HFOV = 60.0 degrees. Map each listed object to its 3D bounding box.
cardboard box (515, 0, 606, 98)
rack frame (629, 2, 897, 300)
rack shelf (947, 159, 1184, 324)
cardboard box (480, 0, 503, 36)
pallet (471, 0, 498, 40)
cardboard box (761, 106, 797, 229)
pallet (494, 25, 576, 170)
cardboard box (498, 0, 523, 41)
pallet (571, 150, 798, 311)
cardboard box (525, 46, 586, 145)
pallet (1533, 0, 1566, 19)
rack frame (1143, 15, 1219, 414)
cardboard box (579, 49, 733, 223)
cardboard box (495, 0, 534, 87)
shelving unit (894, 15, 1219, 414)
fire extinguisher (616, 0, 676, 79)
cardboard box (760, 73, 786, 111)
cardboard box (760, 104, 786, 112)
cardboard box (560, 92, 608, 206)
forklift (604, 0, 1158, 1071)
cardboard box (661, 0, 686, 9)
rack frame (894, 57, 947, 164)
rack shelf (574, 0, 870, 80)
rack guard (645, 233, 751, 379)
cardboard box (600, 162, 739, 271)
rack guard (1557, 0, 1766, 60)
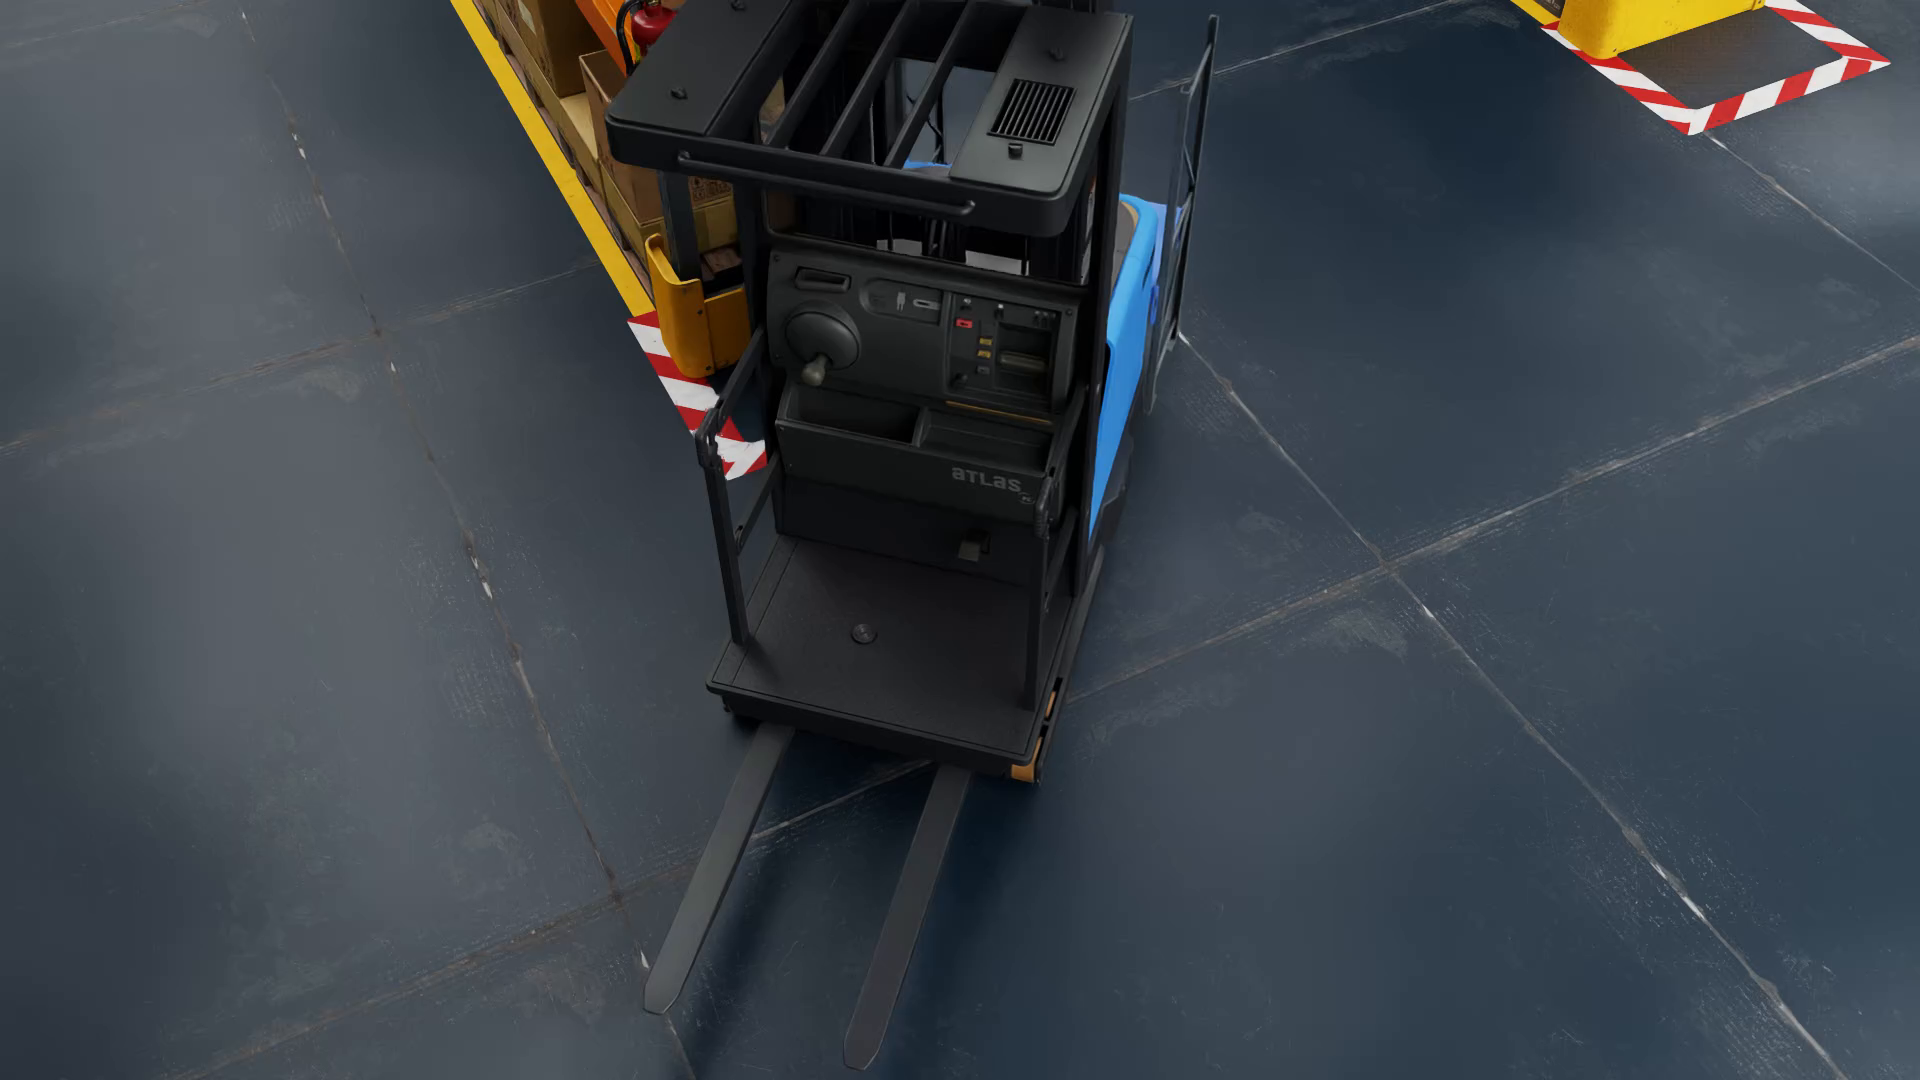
[{"bbox_3d":[-1.669,-2.366,7.376,0.500,0.500,0.500,-21,52,-18],"label":"cardboard box"},{"bbox_3d":[-0.689,-1.965,5.976,1.000,3.000,0.127,-21,52,-18],"label":"rack frame"},{"bbox_3d":[0.342,-1.180,6.524,1.000,0.185,0.538,13,50,12],"label":"rack shelf"},{"bbox_3d":[-2.128,-2.788,8.243,0.500,0.250,0.500,-21,52,-18],"label":"cardboard box"},{"bbox_3d":[-2.192,-3.178,8.889,1.003,0.211,1.213,-21,52,-18],"label":"pallet"},{"bbox_3d":[-0.736,-1.634,7.234,0.500,0.250,0.500,-21,52,-18],"label":"cardboard box"},{"bbox_3d":[-1.630,-2.360,8.174,1.003,0.211,1.213,-21,52,-18],"label":"pallet"},{"bbox_3d":[-1.897,-2.701,7.669,0.500,0.500,0.500,-21,52,-18],"label":"cardboard box"},{"bbox_3d":[-1.076,-1.545,7.461,1.003,0.211,1.213,-21,52,-18],"label":"pallet"},{"bbox_3d":[-1.667,-2.120,7.659,0.500,0.250,0.500,-21,52,-18],"label":"cardboard box"},{"bbox_3d":[3.274,-3.331,9.023,1.003,0.211,1.213,-21,52,-18],"label":"pallet"},{"bbox_3d":[0.827,-1.182,6.287,0.032,1.500,0.500,13,50,12],"label":"rack frame"},{"bbox_3d":[-1.199,-1.701,6.795,0.500,0.500,0.500,-21,52,-18],"label":"cardboard box"},{"bbox_3d":[-1.894,-2.455,7.952,0.500,0.250,0.500,-21,52,-18],"label":"cardboard box"},{"bbox_3d":[0.342,-1.298,6.389,1.048,1.500,0.538,13,50,12],"label":"shelving unit"},{"bbox_3d":[-1.047,-1.701,5.796,0.296,0.674,0.183,-21,52,-18],"label":"fire extinguisher"},{"bbox_3d":[-0.967,-2.215,7.244,0.500,0.500,0.500,-21,52,-18],"label":"cardboard box"},{"bbox_3d":[-0.968,-1.967,7.525,0.500,0.250,0.500,-21,52,-18],"label":"cardboard box"},{"bbox_3d":[-1.436,-1.786,7.367,0.500,0.250,0.500,-21,52,-18],"label":"cardboard box"},{"bbox_3d":[-0.177,-0.496,4.737,1.130,2.935,3.031,12,50,10],"label":"forklift"},{"bbox_3d":[-0.891,-2.315,6.215,0.700,0.500,0.500,-21,52,-18],"label":"cardboard box"},{"bbox_3d":[-0.142,-1.414,6.490,0.032,1.500,0.500,13,50,12],"label":"rack frame"},{"bbox_3d":[-1.604,-3.067,7.417,1.077,0.370,4.000,-21,52,-18],"label":"rack shelf"},{"bbox_3d":[-0.678,-1.126,6.903,1.175,0.500,0.348,-21,52,-18],"label":"rack guard"},{"bbox_3d":[-1.197,-1.455,7.078,0.500,0.250,0.500,-21,52,-18],"label":"cardboard box"},{"bbox_3d":[3.641,-2.880,8.437,1.175,0.500,0.348,-21,52,-18],"label":"rack guard"}]
